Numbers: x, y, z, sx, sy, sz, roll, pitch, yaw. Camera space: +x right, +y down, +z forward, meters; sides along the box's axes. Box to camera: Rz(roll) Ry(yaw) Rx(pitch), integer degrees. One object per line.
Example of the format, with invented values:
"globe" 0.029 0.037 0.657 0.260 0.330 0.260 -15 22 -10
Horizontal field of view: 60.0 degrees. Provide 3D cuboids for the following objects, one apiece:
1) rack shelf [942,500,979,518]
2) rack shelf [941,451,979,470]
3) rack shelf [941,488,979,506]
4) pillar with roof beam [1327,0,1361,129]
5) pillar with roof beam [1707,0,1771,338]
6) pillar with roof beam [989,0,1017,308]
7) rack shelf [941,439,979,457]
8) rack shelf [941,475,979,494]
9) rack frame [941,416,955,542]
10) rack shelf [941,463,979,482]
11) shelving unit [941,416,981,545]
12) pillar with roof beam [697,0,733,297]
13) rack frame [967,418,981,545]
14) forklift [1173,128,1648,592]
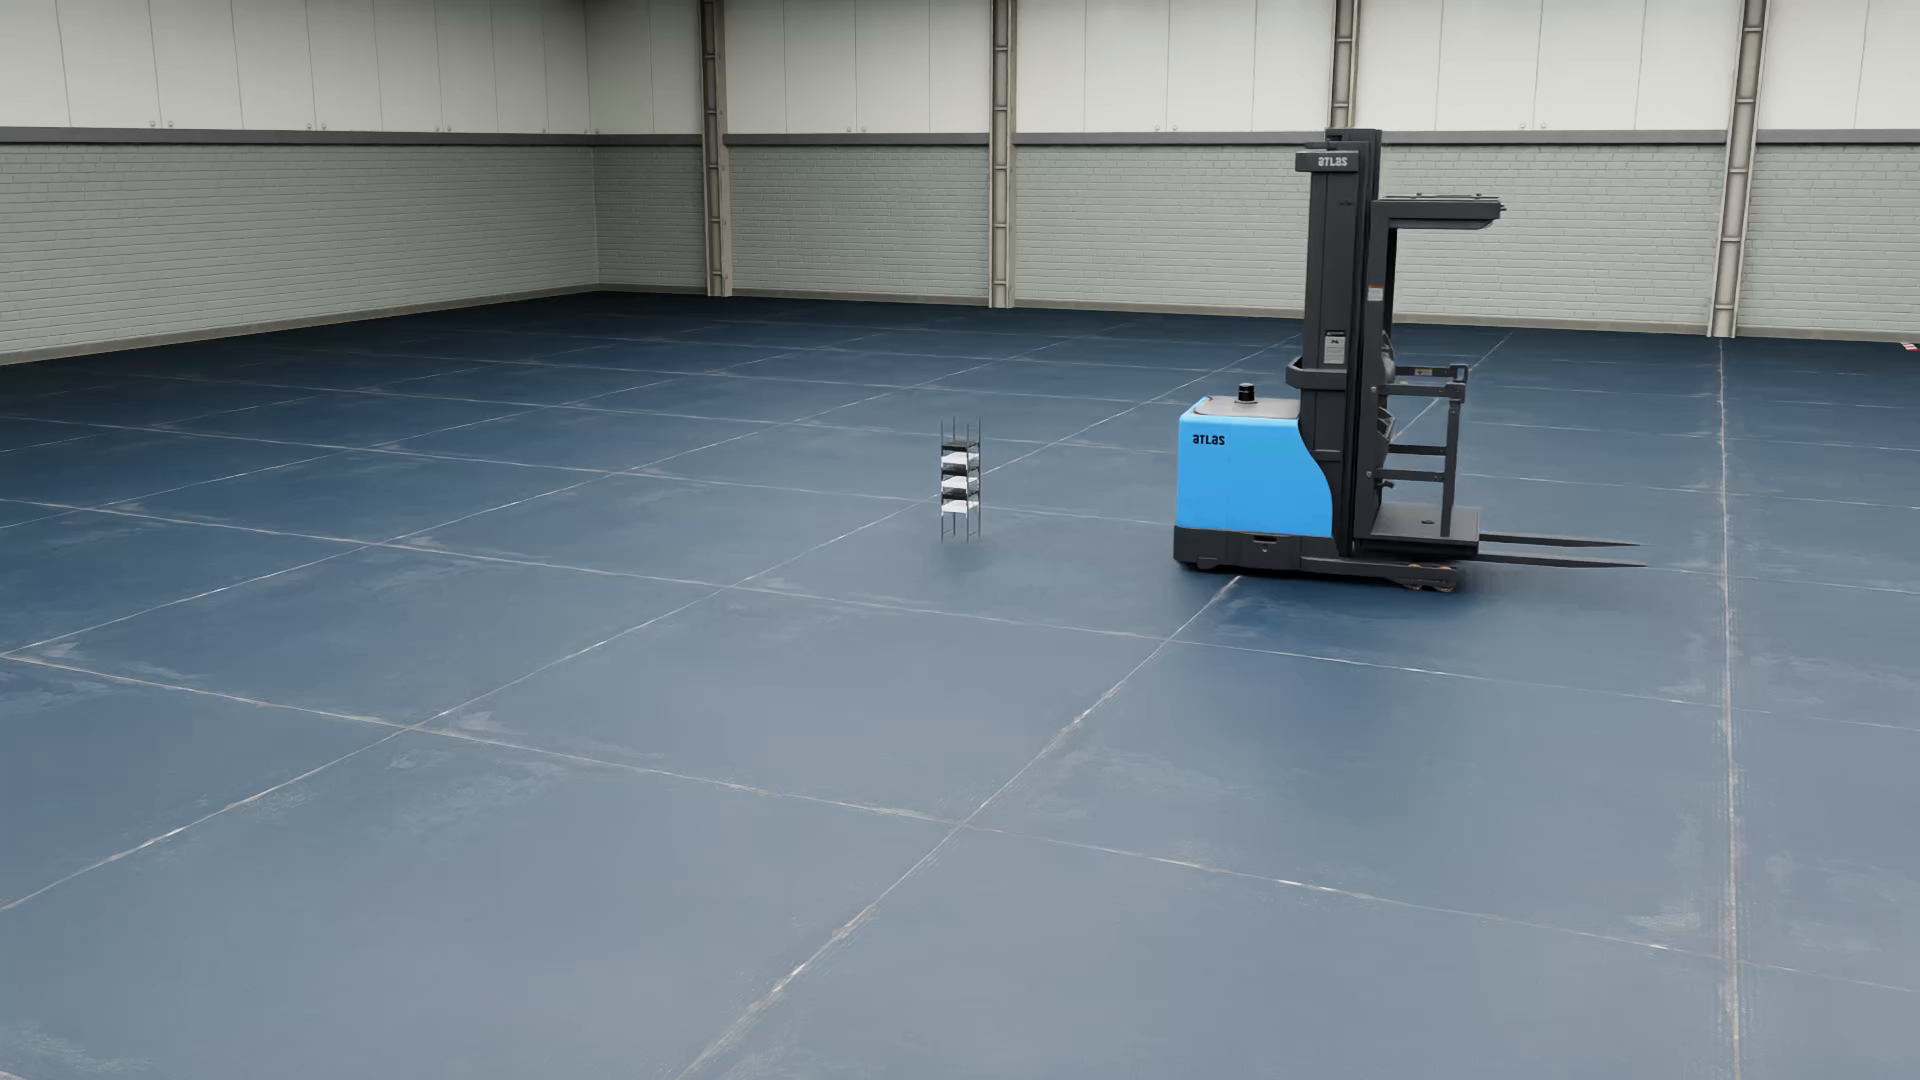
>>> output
"rack shelf" 0.007 -0.230 12.198 0.200 0.077 0.258 6 14 23
"rack shelf" 0.007 -0.580 12.115 0.200 0.077 0.258 6 14 23
"rack shelf" 0.007 -0.317 12.177 0.200 0.077 0.258 6 14 23
"pillar with roof beam" 4.506 -7.180 23.154 0.400 9.000 9.100 6 14 23
"pillar with roof beam" 9.992 -6.625 20.788 0.400 9.000 9.100 6 14 23
"pillar with roof beam" -0.980 -7.735 25.520 0.400 9.000 9.100 6 14 23
"rack shelf" 0.007 -0.668 12.095 0.200 0.077 0.258 6 14 23
"rack shelf" 0.007 -0.405 12.156 0.200 0.077 0.258 6 14 23
"rack frame" -0.086 -0.447 12.189 0.006 0.900 0.240 6 14 23
"rack shelf" 0.007 -0.493 12.136 0.200 0.077 0.258 6 14 23
"shelving unit" 0.007 -0.437 12.149 0.210 0.900 0.258 6 14 23
"pillar with roof beam" -6.466 -8.290 27.886 0.400 9.000 9.100 6 14 23
"rack frame" 0.100 -0.428 12.109 0.006 0.900 0.240 6 14 23
"forklift" 3.037 -1.224 11.055 3.031 2.935 1.130 4 14 17
